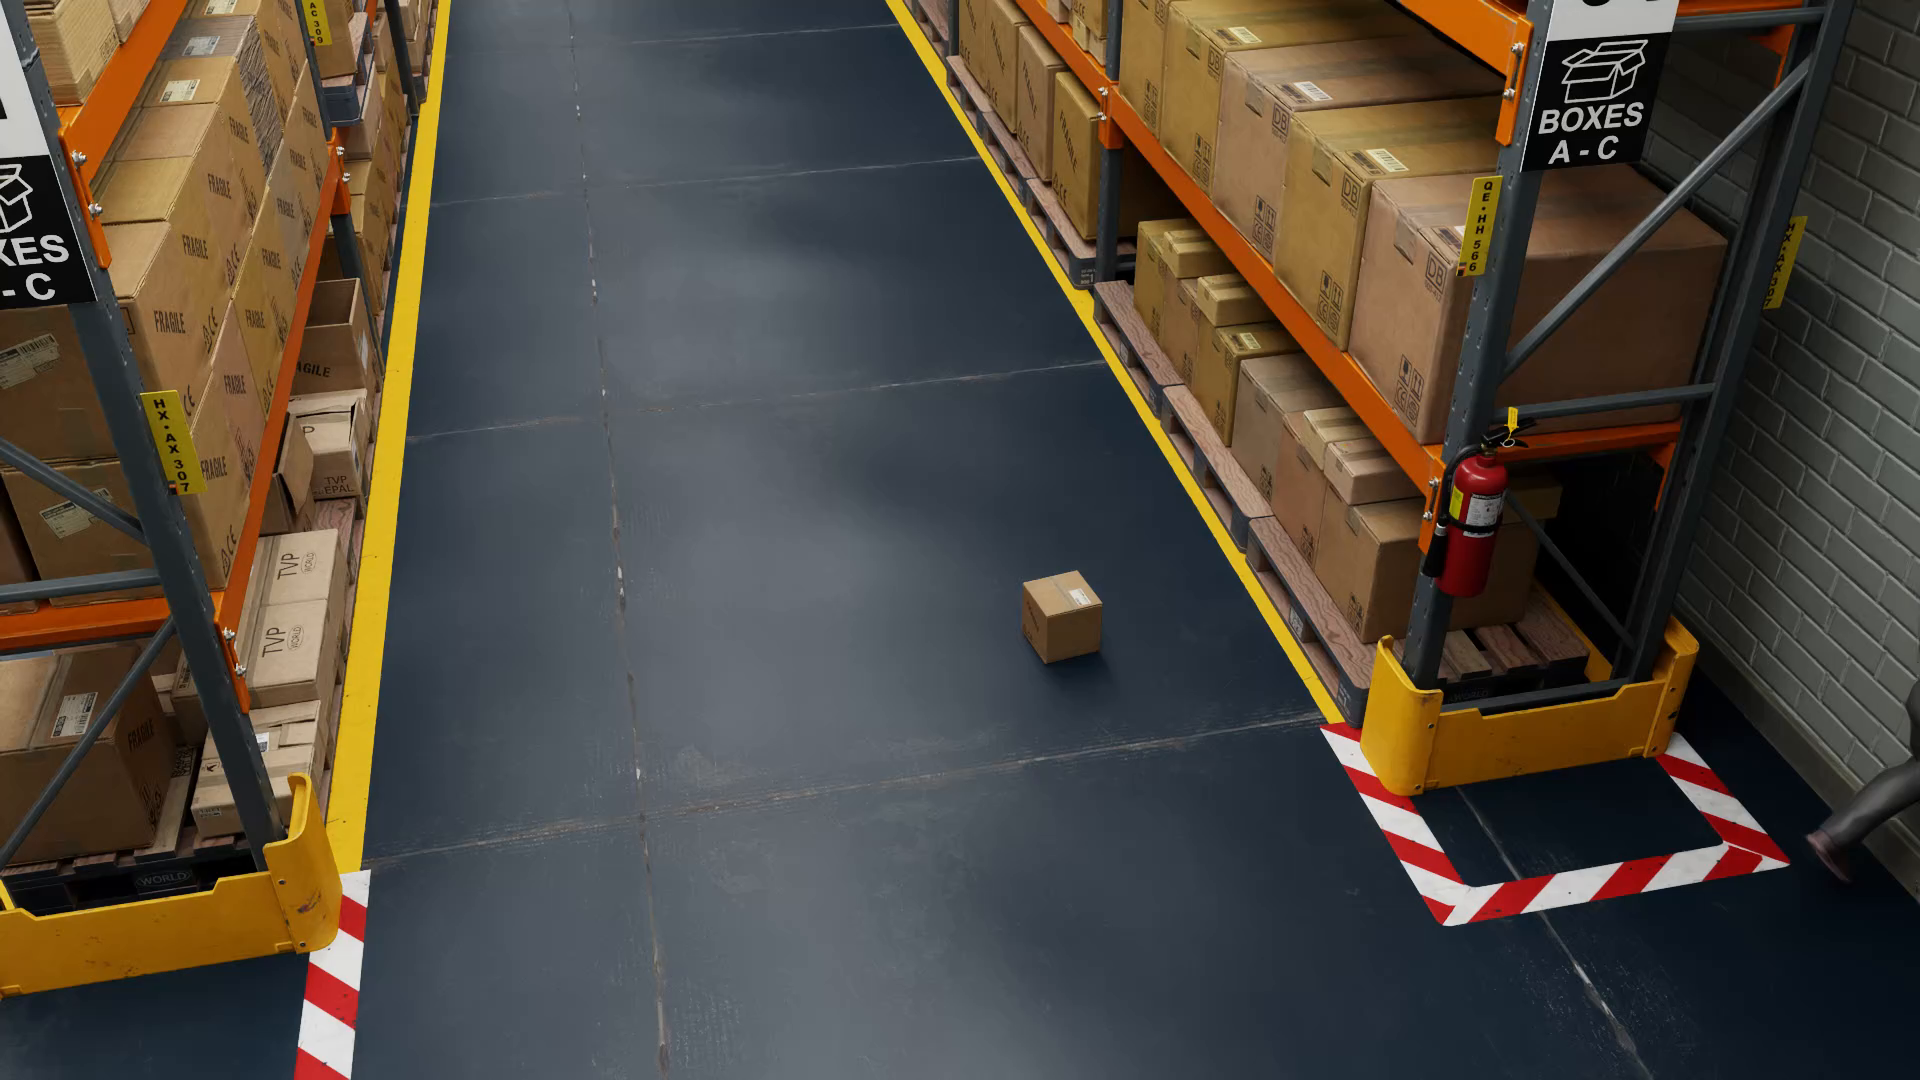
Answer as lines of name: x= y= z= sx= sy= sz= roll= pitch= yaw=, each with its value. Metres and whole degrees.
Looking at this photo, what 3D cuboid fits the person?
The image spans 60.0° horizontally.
person: x=3.246 y=0.567 z=5.313 sx=0.631 sy=1.641 sz=0.469 roll=-6 pitch=35 yaw=-8
